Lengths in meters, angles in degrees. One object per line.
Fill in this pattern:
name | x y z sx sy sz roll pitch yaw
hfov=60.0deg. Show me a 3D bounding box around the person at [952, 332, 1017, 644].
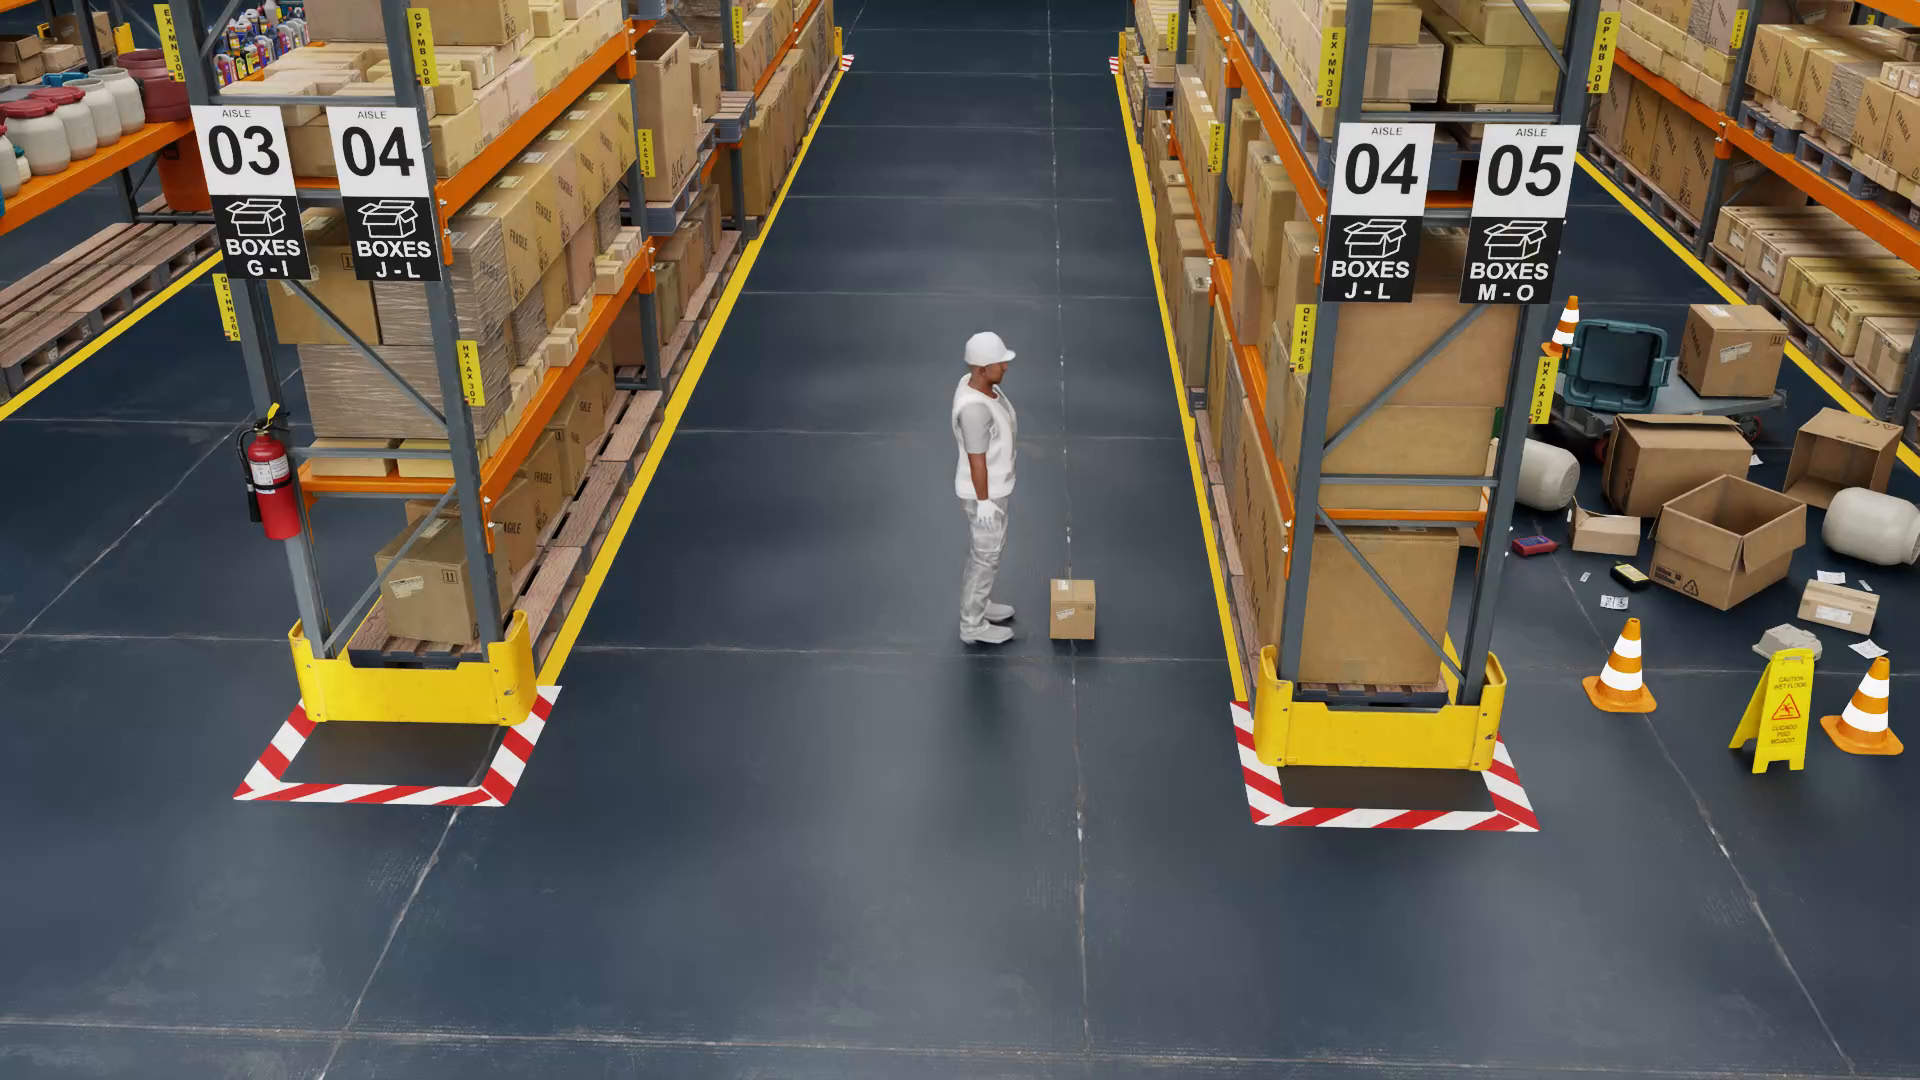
person | 0.139 -0.298 9.170 0.356 1.778 0.546 2 28 3
